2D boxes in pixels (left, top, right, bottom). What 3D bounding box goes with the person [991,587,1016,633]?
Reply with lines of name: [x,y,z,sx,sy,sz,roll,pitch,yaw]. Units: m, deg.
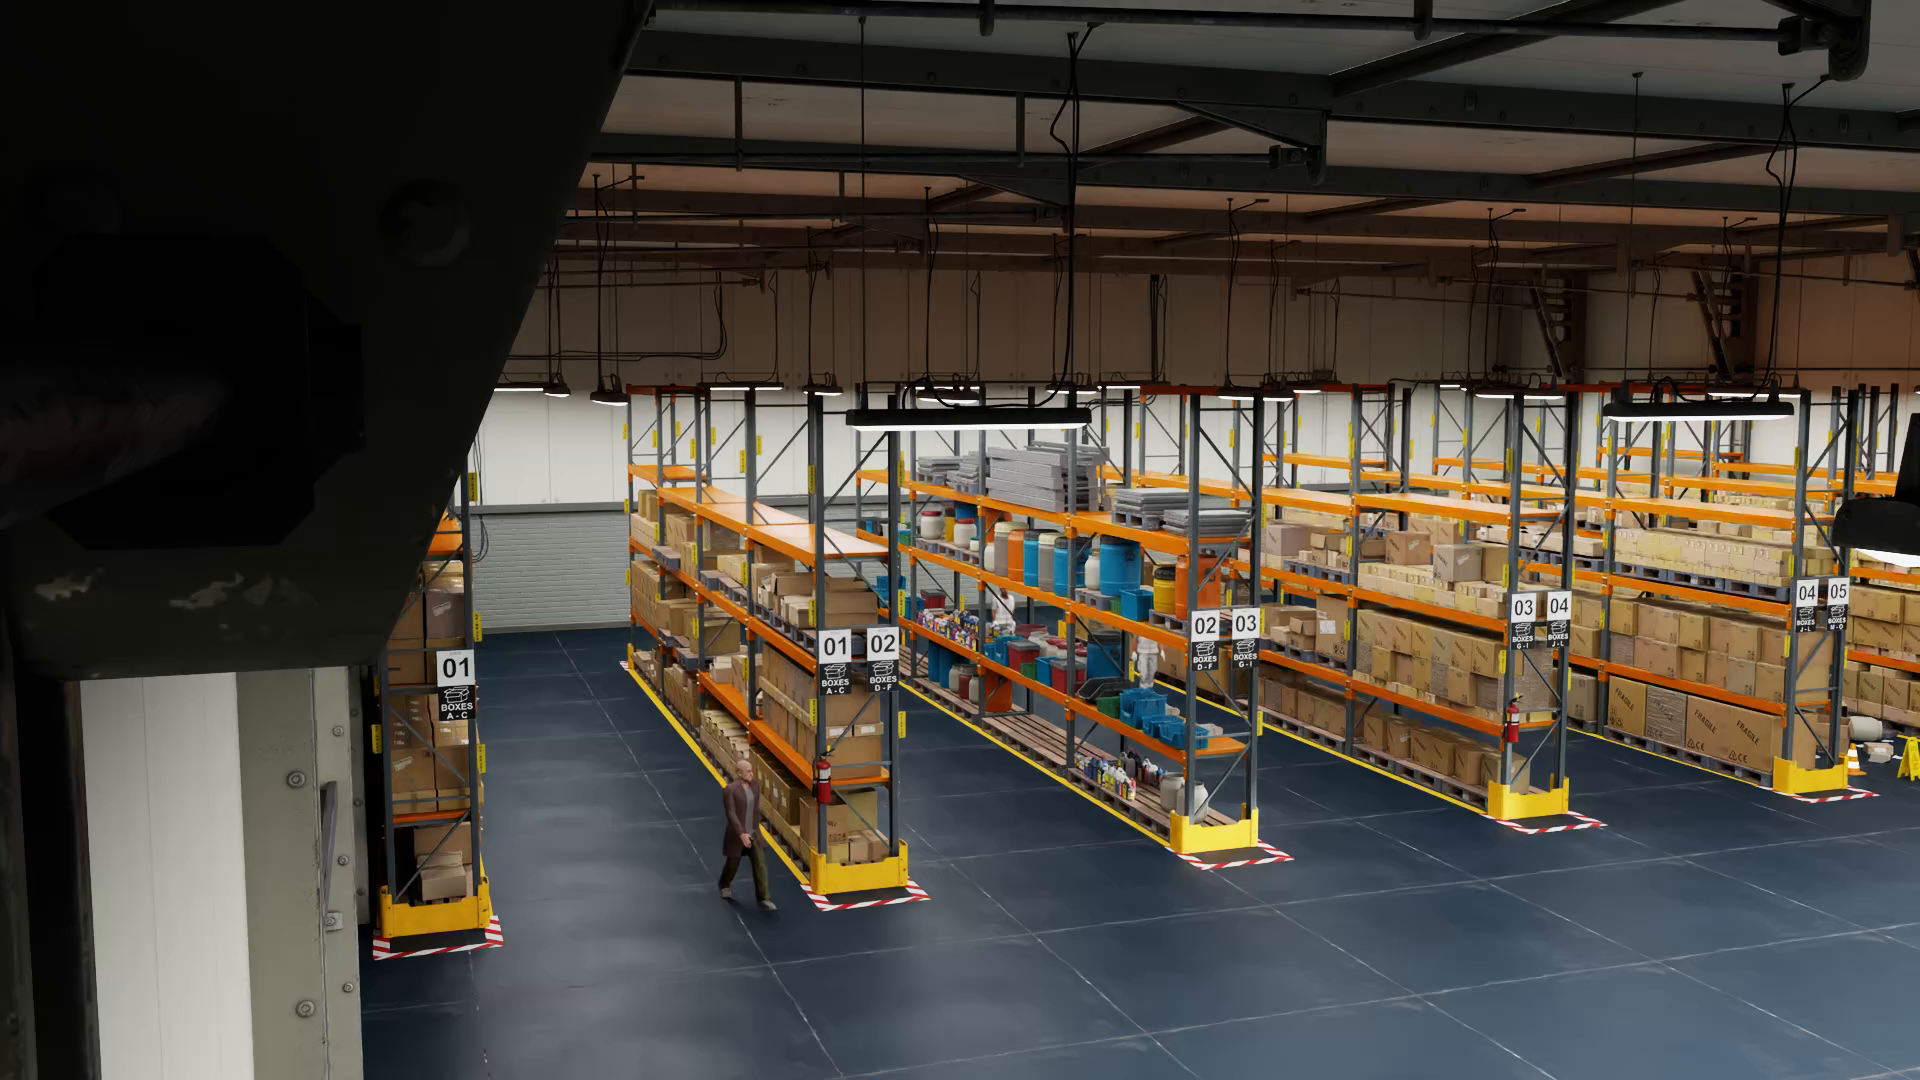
person: [0.970,1.779,35.680,0.651,1.726,1.096,-2,6,-22]

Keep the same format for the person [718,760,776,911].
person: [-2.509,3.448,19.575,0.550,1.707,1.142,-4,7,-37]

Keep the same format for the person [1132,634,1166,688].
person: [3.577,2.206,31.557,0.597,1.842,0.535,-1,6,-9]
